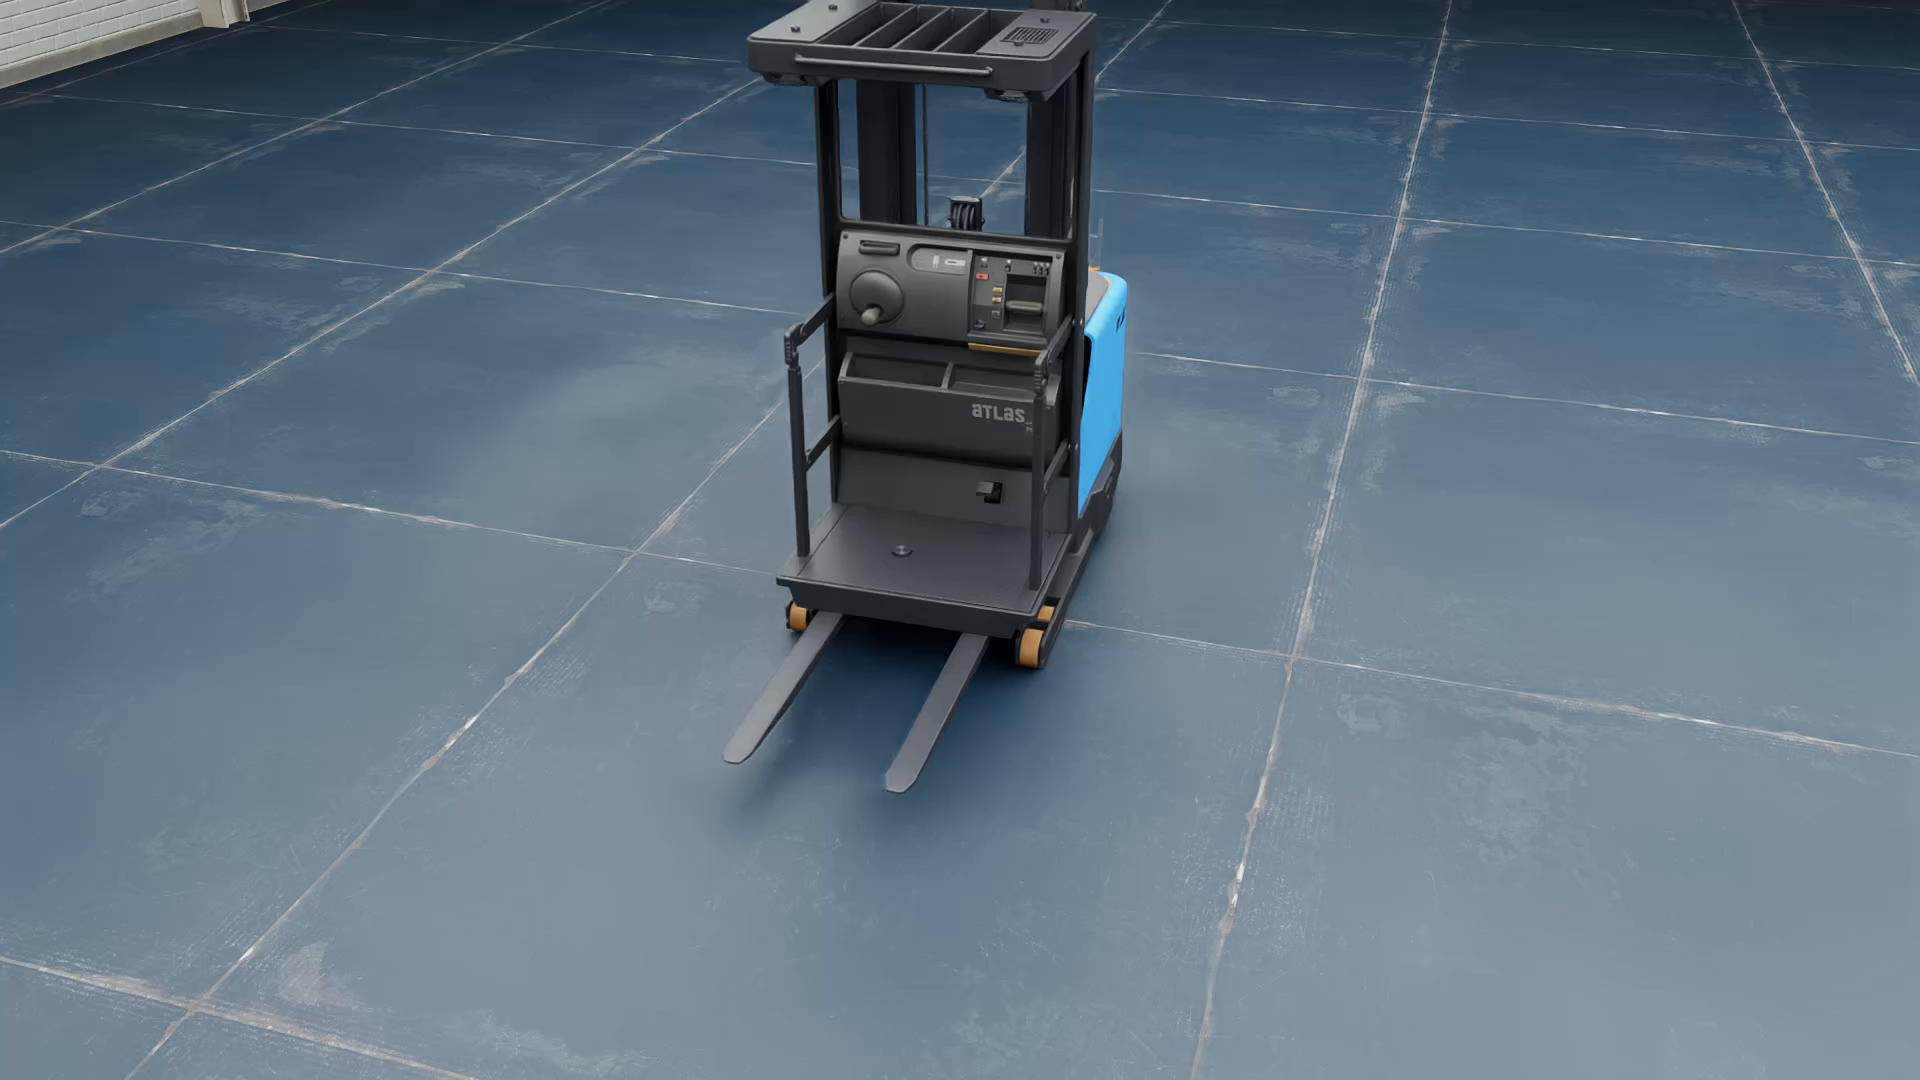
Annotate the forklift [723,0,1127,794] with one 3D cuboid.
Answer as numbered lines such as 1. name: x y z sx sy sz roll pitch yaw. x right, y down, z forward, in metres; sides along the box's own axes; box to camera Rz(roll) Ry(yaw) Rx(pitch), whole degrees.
1. forklift: -0.101 -0.967 6.473 1.130 2.935 3.031 8 30 14

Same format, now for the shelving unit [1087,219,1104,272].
1. shelving unit: 0.516 -1.002 8.302 0.258 1.200 0.189 12 22 21

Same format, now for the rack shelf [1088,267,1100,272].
1. rack shelf: 0.537 -1.297 8.190 0.258 0.103 0.180 12 22 21

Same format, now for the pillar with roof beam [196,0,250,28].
1. pillar with roof beam: -3.636 -8.775 14.267 9.100 9.000 0.400 8 30 15

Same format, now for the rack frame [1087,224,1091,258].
1. rack frame: 0.479 -0.975 8.223 0.240 1.200 0.006 12 22 21

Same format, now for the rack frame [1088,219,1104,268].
1. rack frame: 0.553 -1.030 8.381 0.240 1.200 0.006 12 22 21
